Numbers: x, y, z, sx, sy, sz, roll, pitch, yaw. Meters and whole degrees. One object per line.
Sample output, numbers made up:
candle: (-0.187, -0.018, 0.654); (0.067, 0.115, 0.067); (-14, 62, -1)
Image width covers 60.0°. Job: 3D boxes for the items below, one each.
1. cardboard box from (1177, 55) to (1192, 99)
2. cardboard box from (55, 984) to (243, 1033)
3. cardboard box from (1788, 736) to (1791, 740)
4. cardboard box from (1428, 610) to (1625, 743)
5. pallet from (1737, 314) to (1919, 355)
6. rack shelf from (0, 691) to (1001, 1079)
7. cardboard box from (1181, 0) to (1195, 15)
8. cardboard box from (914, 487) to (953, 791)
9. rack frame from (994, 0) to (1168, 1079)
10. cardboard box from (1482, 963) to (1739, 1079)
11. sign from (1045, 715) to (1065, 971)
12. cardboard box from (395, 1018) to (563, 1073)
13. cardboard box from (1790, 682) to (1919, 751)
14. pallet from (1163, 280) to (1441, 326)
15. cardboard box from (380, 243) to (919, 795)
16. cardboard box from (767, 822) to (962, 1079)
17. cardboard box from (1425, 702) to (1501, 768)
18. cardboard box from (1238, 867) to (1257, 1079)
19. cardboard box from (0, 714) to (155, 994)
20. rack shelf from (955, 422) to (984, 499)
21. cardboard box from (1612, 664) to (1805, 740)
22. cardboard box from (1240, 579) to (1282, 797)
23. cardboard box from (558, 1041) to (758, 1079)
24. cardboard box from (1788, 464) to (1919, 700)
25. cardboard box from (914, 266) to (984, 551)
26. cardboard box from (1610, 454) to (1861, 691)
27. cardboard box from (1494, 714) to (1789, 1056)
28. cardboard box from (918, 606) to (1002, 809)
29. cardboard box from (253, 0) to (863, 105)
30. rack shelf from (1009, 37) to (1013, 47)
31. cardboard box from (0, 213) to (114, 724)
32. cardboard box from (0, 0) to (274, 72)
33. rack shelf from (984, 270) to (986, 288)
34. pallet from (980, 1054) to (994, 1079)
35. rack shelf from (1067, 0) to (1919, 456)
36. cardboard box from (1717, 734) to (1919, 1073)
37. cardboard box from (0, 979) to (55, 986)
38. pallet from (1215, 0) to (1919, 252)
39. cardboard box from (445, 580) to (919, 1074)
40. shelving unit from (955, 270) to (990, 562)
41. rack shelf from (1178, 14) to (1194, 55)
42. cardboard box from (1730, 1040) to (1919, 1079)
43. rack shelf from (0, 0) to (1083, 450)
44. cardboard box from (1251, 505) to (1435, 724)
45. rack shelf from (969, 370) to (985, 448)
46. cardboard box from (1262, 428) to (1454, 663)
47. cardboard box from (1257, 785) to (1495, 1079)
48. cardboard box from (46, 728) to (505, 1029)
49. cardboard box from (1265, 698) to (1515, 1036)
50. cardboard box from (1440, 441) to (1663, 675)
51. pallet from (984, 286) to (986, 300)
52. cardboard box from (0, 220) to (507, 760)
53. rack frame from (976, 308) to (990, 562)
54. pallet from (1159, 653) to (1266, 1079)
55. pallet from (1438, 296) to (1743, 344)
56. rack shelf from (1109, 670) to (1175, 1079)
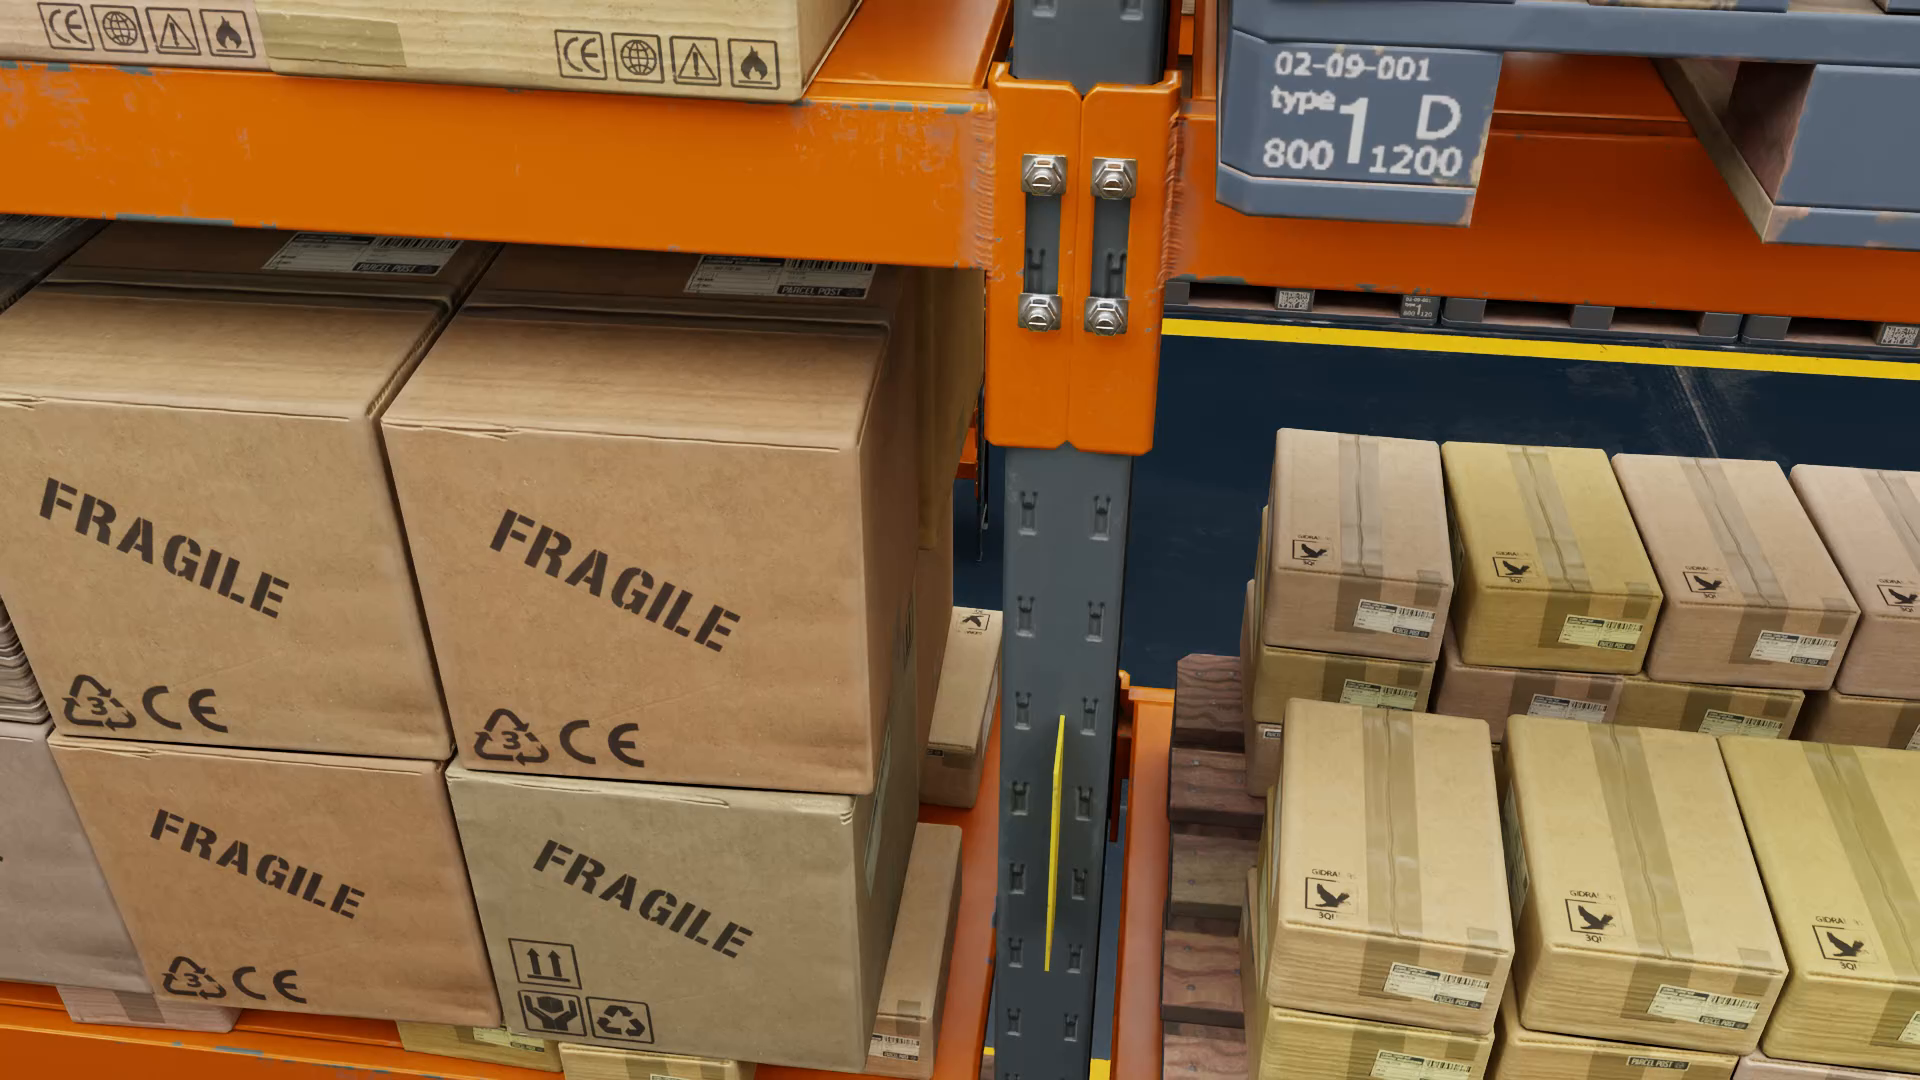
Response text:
cardboard box: (1.327, -1.773, 7.119); (0.875, 0.875, 0.875); (5, 36, 7)
cardboard box: (-1.195, 0.563, 2.596); (0.250, 0.149, 0.380); (3, 36, 4)
cardboard box: (1.344, 0.297, 2.606); (0.250, 0.149, 0.380); (3, 36, 4)
cardboard box: (0.853, 0.138, 2.573); (0.250, 0.149, 0.380); (4, 36, 6)
pallet: (3.896, -1.137, 7.162); (1.213, 0.211, 1.003); (4, 36, 6)
rack shelf: (-1.813, 0.538, 3.033); (4.000, 0.370, 1.077); (4, 36, 6)
cardboard box: (1.104, -2.221, 6.408); (0.500, 0.250, 0.500); (3, 36, 5)
cardboard box: (-0.288, 0.050, 2.756); (0.500, 0.500, 0.500); (4, 36, 5)
rack frame: (0.171, 0.395, 2.614); (0.053, 2.616, 0.949); (4, 36, 6)
cardboard box: (0.761, 0.516, 2.044); (0.250, 0.149, 0.380); (4, 36, 5)
sign: (0.110, 0.354, 1.926); (0.005, 0.325, 0.100); (4, 36, 6)
cardboard box: (-0.669, 0.599, 2.545); (0.250, 0.149, 0.380); (6, 36, 8)
cardboard box: (1.370, 0.176, 2.520); (0.250, 0.149, 0.380); (3, 36, 4)
pallet: (1.476, -1.318, 7.415); (1.213, 0.211, 1.003); (4, 36, 6)
cardboard box: (-0.329, -0.054, 2.041); (0.500, 0.500, 0.500); (3, 36, 4)
cardboard box: (-0.142, 0.609, 2.530); (0.250, 0.149, 0.380); (4, 36, 5)
cardboard box: (0.848, 0.259, 2.660); (0.250, 0.149, 0.380); (4, 36, 6)
cardboard box: (0.503, 0.619, 2.156); (0.250, 0.149, 0.380); (3, 36, 4)
cardboard box: (-1.353, 0.282, 2.431); (0.500, 0.500, 0.500); (4, 36, 6)
rack shelf: (-0.164, -0.284, 5.573); (0.480, 0.148, 0.258); (4, 36, 6)
cardboard box: (1.098, 0.158, 2.545); (0.250, 0.149, 0.380); (6, 36, 8)
cardboard box: (0.590, 0.240, 2.686); (0.250, 0.149, 0.380); (3, 36, 5)
cardboard box: (-0.411, 0.653, 2.469); (0.250, 0.149, 0.380); (3, 36, 5)
cardboard box: (1.377, 0.059, 2.428); (0.250, 0.149, 0.380); (4, 36, 6)
cardboard box: (-0.245, -0.349, 2.454); (0.500, 0.500, 0.500); (5, 36, 7)
cardboard box: (1.117, 0.039, 2.455); (0.250, 0.149, 0.380); (3, 36, 4)
cardboard box: (0.781, 0.394, 1.959); (0.250, 0.149, 0.380); (5, 36, 7)
cardboard box: (-0.068, 0.286, 2.983); (0.250, 0.149, 0.380); (6, 36, 8)
cardboard box: (-0.350, -0.647, 1.622); (0.500, 0.250, 0.500); (5, 36, 7)
rack shelf: (-1.282, -2.322, 7.040); (4.000, 0.370, 1.077); (4, 36, 6)
cardboard box: (-1.349, -0.136, 2.155); (0.500, 0.500, 0.500); (5, 36, 7)
cardboard box: (-0.844, -0.691, 1.683); (0.500, 0.250, 0.500); (4, 36, 6)
rack shelf: (-0.164, -0.820, 5.190); (0.480, 0.148, 0.258); (4, 36, 6)
pallet: (-0.499, 1.499, 3.468); (1.213, 0.211, 1.003); (4, 36, 6)
rack shelf: (2.155, -0.387, 1.747); (4.000, 0.370, 1.077); (4, 36, 6)
cardboard box: (1.035, 0.414, 1.930); (0.250, 0.149, 0.380); (5, 36, 6)
cardboard box: (-1.440, 0.513, 2.665); (0.250, 0.149, 0.380); (4, 36, 5)
pallet: (0.770, -0.644, 1.650); (1.003, 0.211, 1.213); (4, 36, 6)
cardboard box: (-0.345, 0.358, 2.323); (0.500, 0.500, 0.500); (4, 36, 6)
shelving unit: (-0.164, -0.501, 5.419); (0.503, 1.200, 0.258); (4, 36, 6)
rack shelf: (2.685, -2.026, 6.625); (4.000, 0.370, 1.077); (4, 36, 6)
cardboard box: (1.017, 0.535, 2.018); (0.250, 0.149, 0.380); (5, 36, 7)
rack shelf: (-1.813, -0.683, 2.162); (4.000, 0.370, 1.077); (4, 36, 6)
cardboard box: (0.591, 0.119, 2.600); (0.250, 0.149, 0.380); (5, 36, 7)
rack shelf: (-0.164, -0.446, 5.458); (0.480, 0.148, 0.258); (4, 36, 6)
cardboard box: (0.594, 0.000, 2.511); (0.250, 0.149, 0.380); (6, 36, 8)
cardboard box: (0.503, 0.498, 2.069); (0.250, 0.149, 0.380); (5, 36, 7)
cardboard box: (-0.859, 0.319, 2.378); (0.500, 0.500, 0.500); (3, 36, 5)
cardboard box: (0.503, 0.377, 1.983); (0.250, 0.149, 0.380); (6, 36, 8)
cardboard box: (0.861, 0.019, 2.484); (0.250, 0.149, 0.380); (3, 36, 5)
pallet: (-0.043, -1.433, 7.576); (1.213, 0.211, 1.003); (4, 36, 6)
cardboard box: (-0.843, -0.090, 2.091); (0.500, 0.500, 0.500); (3, 36, 4)
rack frame: (0.078, -0.483, 5.393); (0.015, 1.200, 0.240); (4, 36, 6)
pallet: (0.911, 0.612, 2.476); (1.213, 0.211, 1.003); (4, 36, 6)
pallet: (2.690, -1.229, 7.290); (1.213, 0.211, 1.003); (4, 36, 6)
rack shelf: (2.155, 0.834, 2.618); (4.000, 0.370, 1.077); (4, 36, 6)
